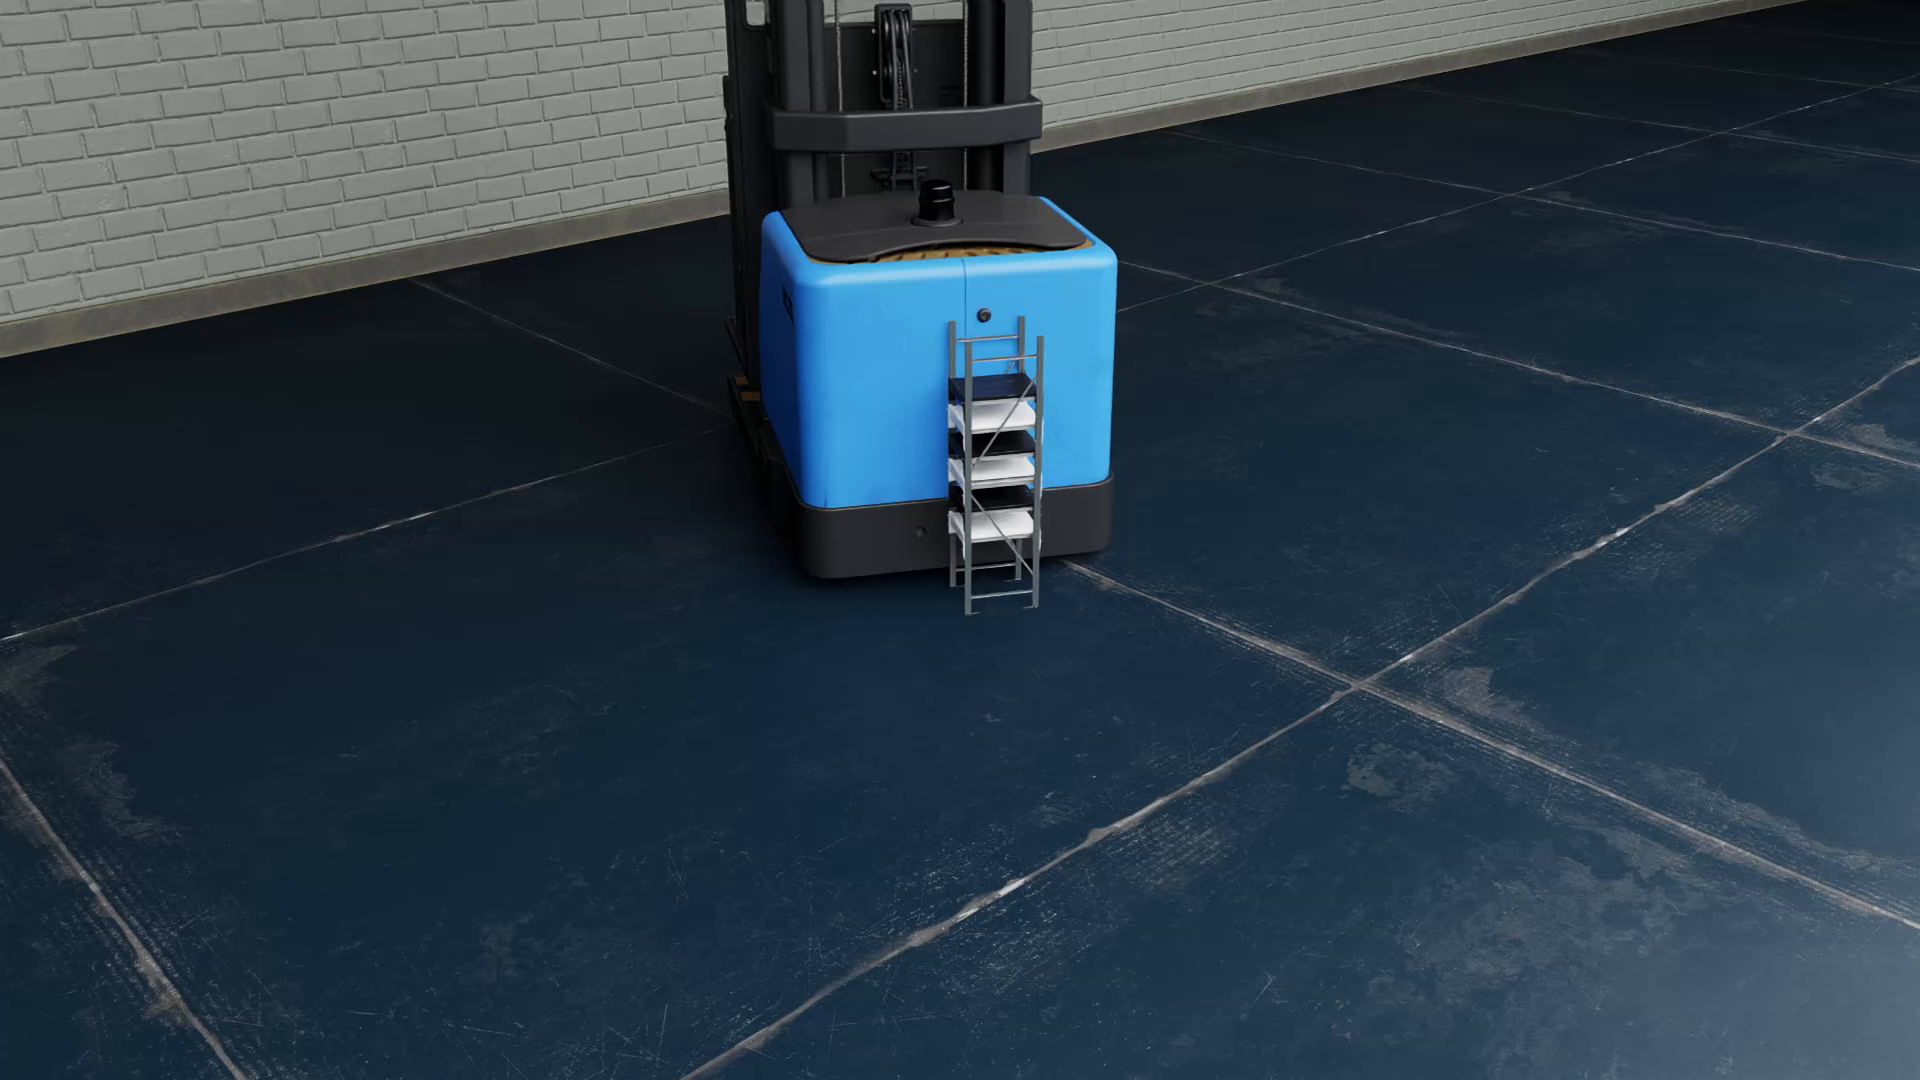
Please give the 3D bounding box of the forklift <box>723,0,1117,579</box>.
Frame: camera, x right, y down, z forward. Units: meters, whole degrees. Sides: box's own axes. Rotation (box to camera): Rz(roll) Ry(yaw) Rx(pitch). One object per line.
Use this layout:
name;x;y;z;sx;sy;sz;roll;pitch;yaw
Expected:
forklift;-0.340;-1.796;6.155;1.130;2.935;3.031;-6;25;-12

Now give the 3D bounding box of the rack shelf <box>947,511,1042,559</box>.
rack shelf;0.107;-0.030;5.245;0.258;0.077;0.200;-6;25;-12

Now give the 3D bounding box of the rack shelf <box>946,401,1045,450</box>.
rack shelf;0.107;-0.357;5.095;0.258;0.077;0.200;-6;25;-12

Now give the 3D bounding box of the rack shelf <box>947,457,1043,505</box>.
rack shelf;0.107;-0.193;5.170;0.258;0.077;0.200;-6;25;-12

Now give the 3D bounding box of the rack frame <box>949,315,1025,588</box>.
rack frame;0.083;-0.265;5.246;0.240;0.900;0.006;-6;25;-12

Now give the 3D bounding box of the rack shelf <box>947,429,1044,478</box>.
rack shelf;0.107;-0.275;5.133;0.258;0.077;0.200;-6;25;-12

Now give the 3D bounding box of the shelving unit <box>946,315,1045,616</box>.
shelving unit;0.107;-0.224;5.156;0.258;0.900;0.210;-6;25;-12

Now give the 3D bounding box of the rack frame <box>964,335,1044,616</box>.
rack frame;0.131;-0.183;5.066;0.240;0.900;0.006;-6;25;-12

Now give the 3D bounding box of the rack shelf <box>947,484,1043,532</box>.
rack shelf;0.107;-0.111;5.207;0.258;0.077;0.200;-6;25;-12

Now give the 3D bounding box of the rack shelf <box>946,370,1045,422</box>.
rack shelf;0.107;-0.439;5.058;0.258;0.077;0.200;-6;25;-12
